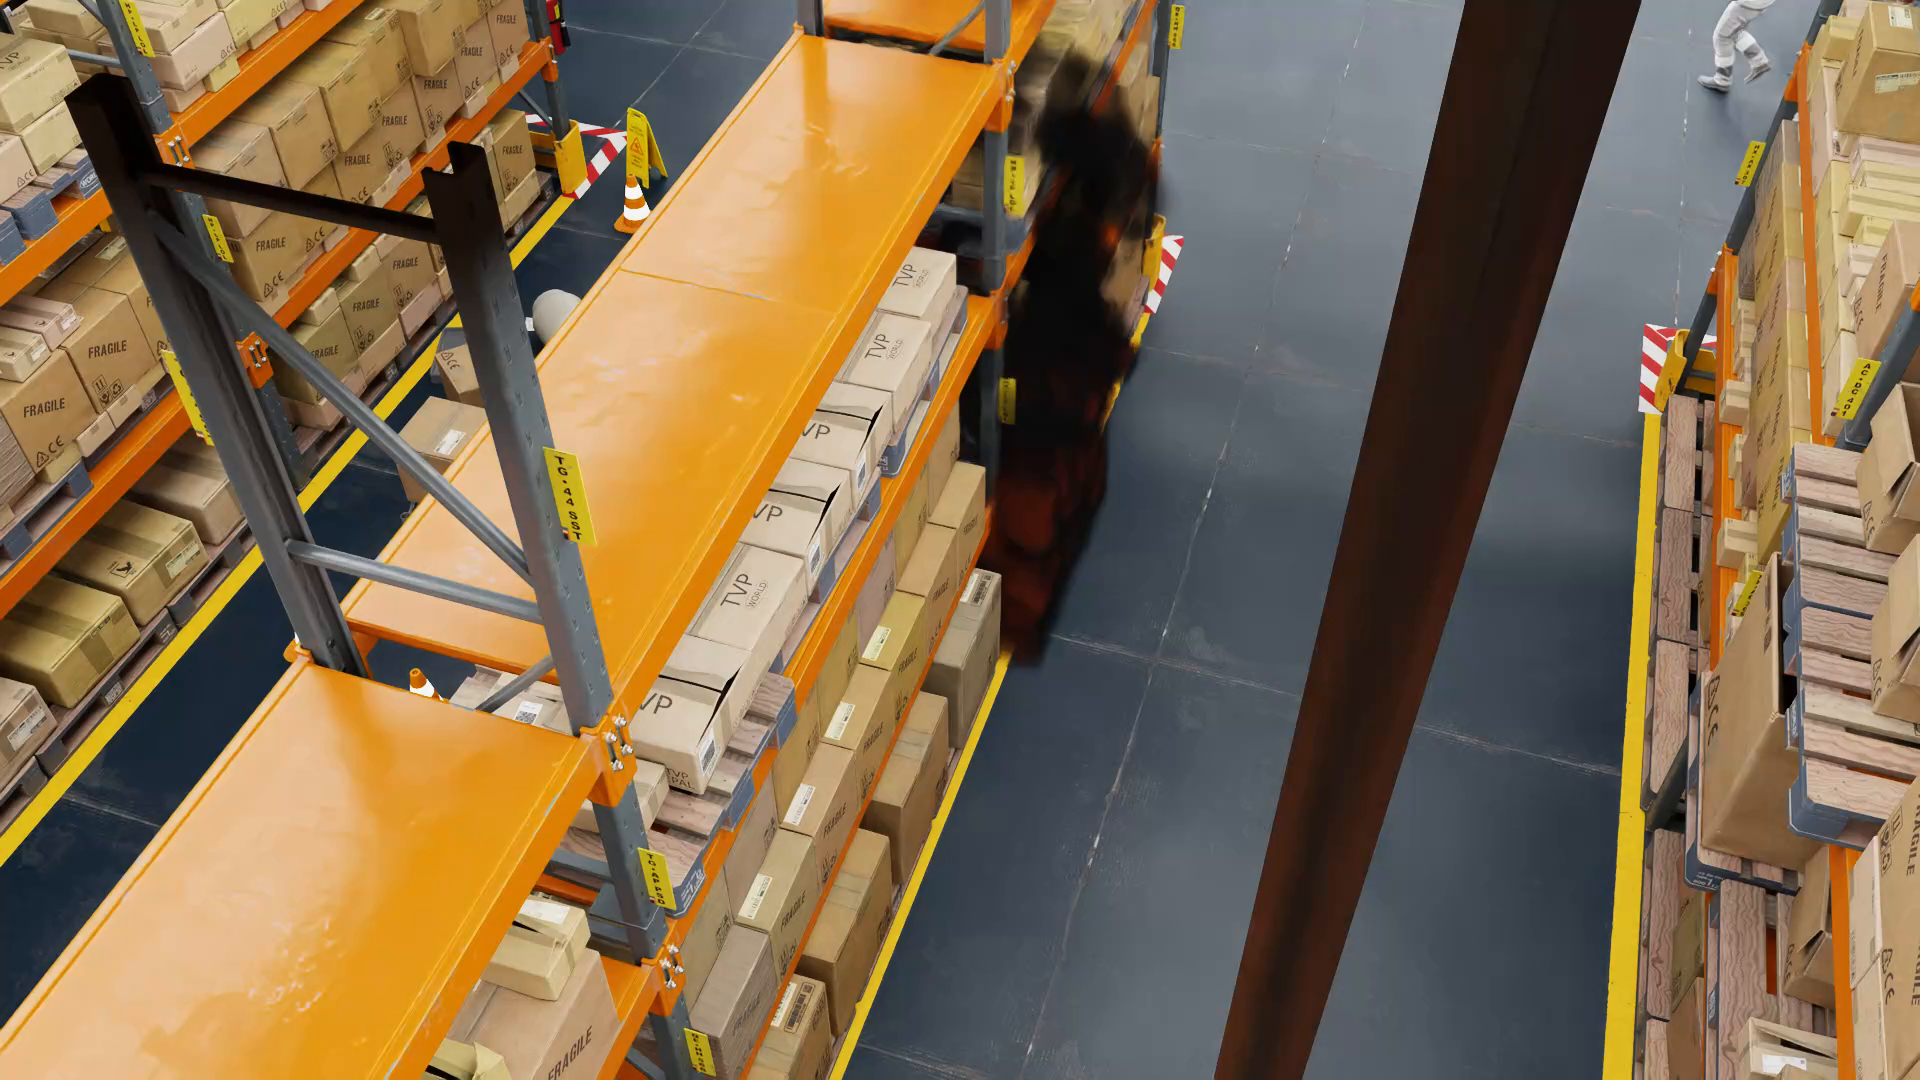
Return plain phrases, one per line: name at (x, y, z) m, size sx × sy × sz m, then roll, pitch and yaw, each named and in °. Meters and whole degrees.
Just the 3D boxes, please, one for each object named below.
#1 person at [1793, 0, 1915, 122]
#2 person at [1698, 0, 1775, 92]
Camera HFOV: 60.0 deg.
person at (7.569, -4.022, 13.908) m, size 0.584 × 1.633 × 0.970 m, roll -33°, pitch 54°, yaw -28°
person at (6.943, -4.694, 14.505) m, size 0.678 × 1.756 × 0.593 m, roll -34°, pitch 55°, yaw -29°
